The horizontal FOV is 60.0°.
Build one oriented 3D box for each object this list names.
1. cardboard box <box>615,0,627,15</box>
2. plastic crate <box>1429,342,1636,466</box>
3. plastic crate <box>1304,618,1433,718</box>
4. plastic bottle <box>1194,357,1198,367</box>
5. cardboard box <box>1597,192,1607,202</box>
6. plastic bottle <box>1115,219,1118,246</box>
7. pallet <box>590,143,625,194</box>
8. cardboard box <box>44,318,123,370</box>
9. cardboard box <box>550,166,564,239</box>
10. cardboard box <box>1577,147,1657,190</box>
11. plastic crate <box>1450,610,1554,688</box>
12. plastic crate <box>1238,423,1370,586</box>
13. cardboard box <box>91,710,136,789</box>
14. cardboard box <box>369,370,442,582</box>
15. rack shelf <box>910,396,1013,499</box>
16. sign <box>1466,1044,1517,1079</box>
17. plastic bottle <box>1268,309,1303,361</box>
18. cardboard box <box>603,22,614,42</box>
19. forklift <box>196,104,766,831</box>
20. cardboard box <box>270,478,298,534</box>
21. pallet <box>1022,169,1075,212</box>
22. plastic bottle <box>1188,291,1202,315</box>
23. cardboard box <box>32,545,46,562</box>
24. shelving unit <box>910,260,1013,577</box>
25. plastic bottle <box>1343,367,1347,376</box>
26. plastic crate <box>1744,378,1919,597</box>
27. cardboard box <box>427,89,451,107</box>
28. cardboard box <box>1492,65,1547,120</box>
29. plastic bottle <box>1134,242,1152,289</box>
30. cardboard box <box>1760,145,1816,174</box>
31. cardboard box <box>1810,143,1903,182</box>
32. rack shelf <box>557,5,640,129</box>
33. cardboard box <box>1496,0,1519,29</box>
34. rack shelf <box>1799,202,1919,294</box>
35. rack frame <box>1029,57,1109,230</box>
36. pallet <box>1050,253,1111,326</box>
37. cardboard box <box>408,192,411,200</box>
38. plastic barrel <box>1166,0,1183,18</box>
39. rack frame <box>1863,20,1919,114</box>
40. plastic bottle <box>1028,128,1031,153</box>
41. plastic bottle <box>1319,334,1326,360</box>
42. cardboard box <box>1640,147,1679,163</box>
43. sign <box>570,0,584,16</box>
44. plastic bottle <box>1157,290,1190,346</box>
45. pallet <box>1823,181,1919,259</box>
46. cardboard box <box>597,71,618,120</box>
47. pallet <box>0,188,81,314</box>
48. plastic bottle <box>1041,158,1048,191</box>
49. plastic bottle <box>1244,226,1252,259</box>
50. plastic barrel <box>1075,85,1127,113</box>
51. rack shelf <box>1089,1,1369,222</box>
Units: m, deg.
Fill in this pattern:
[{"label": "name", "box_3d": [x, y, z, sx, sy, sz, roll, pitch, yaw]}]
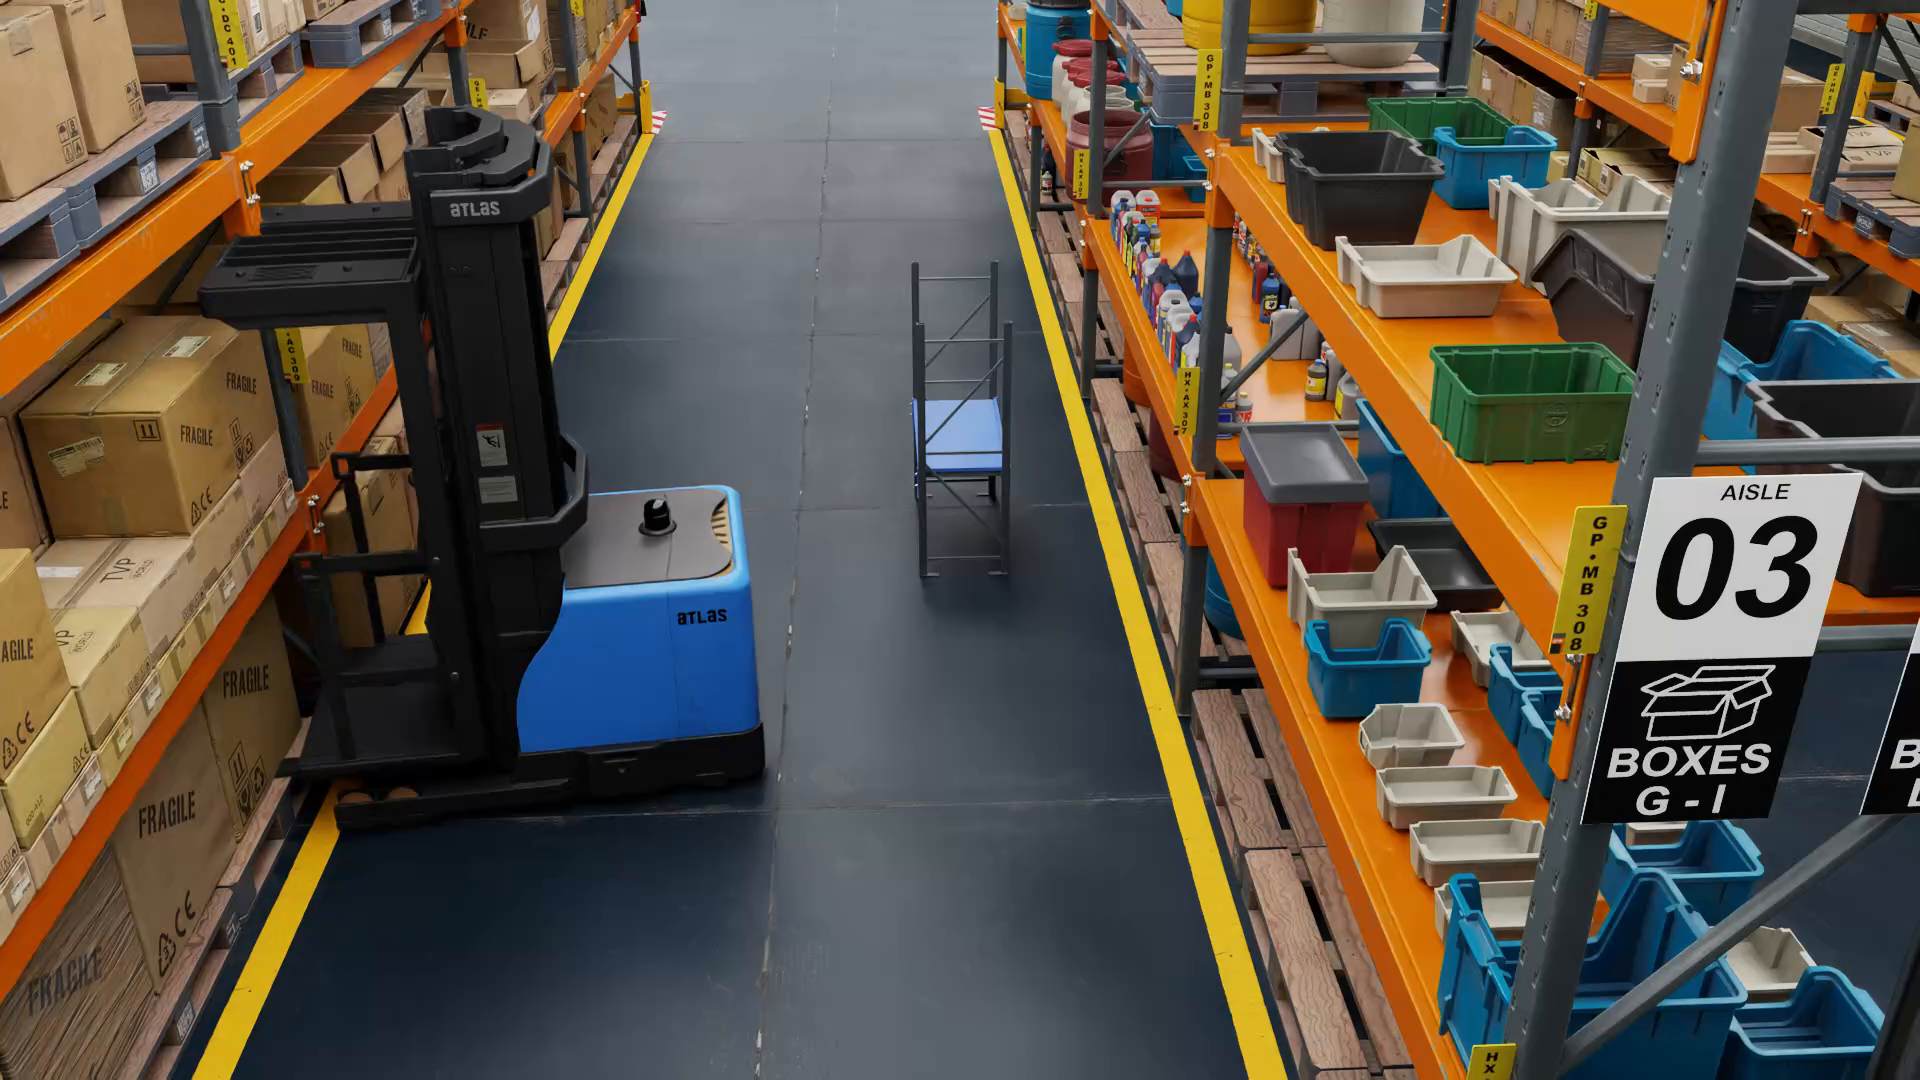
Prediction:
[{"label": "cardboard box", "box_3d": [-3.870, -5.619, 16.851, 0.875, 0.500, 0.500, -1, 28, -3]}, {"label": "plastic crate", "box_3d": [1.427, -0.341, 4.146, 0.450, 0.188, 0.336, -1, 28, -3]}, {"label": "plastic crate", "box_3d": [1.401, 0.449, 5.762, 0.416, 0.233, 0.300, -1, 28, -3]}, {"label": "plastic bottle", "box_3d": [1.154, -0.732, 8.036, 0.061, 0.283, 0.133, -1, 28, -3]}, {"label": "cardboard box", "box_3d": [5.883, -2.855, 14.499, 0.500, 0.250, 0.500, -1, 28, -1]}, {"label": "plastic bottle", "box_3d": [1.030, -1.956, 10.472, 0.097, 0.201, 0.097, 0, 28, 0]}, {"label": "pallet", "box_3d": [-3.946, -3.716, 16.647, 1.003, 0.211, 1.213, -1, 28, -3]}, {"label": "cardboard box", "box_3d": [-3.621, -0.555, 6.600, 0.500, 0.500, 0.500, -1, 28, -3]}, {"label": "cardboard box", "box_3d": [-3.798, -2.881, 14.258, 0.700, 0.500, 0.500, -3, 28, -7]}, {"label": "cardboard box", "box_3d": [5.857, -3.335, 14.813, 0.500, 0.311, 0.500, -1, 28, -2]}, {"label": "plastic crate", "box_3d": [1.946, 0.383, 5.991, 0.293, 0.136, 0.466, -1, 28, -3]}, {"label": "plastic crate", "box_3d": [1.351, -0.140, 6.641, 0.402, 0.464, 0.583, -1, 28, -3]}, {"label": "cardboard box", "box_3d": [-2.953, 0.692, 5.451, 0.380, 0.149, 0.250, -2, 28, -4]}, {"label": "cardboard box", "box_3d": [-3.492, -0.336, 8.994, 1.225, 0.875, 0.875, -2, 28, -4]}, {"label": "rack shelf", "box_3d": [-0.004, -0.545, 9.562, 0.538, 0.185, 1.000, -1, 28, -3]}, {"label": "sign", "box_3d": [1.216, 1.292, 3.853, 0.100, 0.325, 0.005, -1, 28, -3]}, {"label": "plastic bottle", "box_3d": [1.711, -1.096, 8.741, 0.152, 0.276, 0.135, -1, 28, -3]}, {"label": "cardboard box", "box_3d": [-3.613, -4.998, 16.360, 0.380, 0.149, 0.250, -1, 28, -3]}, {"label": "forklift", "box_3d": [-2.457, -0.286, 7.129, 3.031, 2.935, 1.130, -5, 28, -9]}, {"label": "cardboard box", "box_3d": [-3.048, -0.140, 7.046, 0.380, 0.149, 0.250, -1, 28, -2]}, {"label": "pallet", "box_3d": [1.144, -3.273, 15.797, 1.003, 0.211, 1.213, -1, 28, -3]}, {"label": "plastic bottle", "box_3d": [1.271, -1.203, 8.953, 0.097, 0.271, 0.097, 0, 28, 0]}, {"label": "cardboard box", "box_3d": [-3.574, 0.243, 5.882, 0.500, 0.250, 0.500, -1, 28, -1]}, {"label": "shelving unit", "box_3d": [-0.004, -0.704, 9.479, 0.538, 1.500, 1.048, -1, 28, -3]}, {"label": "plastic bottle", "box_3d": [1.926, -0.786, 8.152, 0.097, 0.271, 0.097, 0, 28, 0]}, {"label": "plastic crate", "box_3d": [2.022, -0.113, 3.621, 0.497, 0.269, 0.590, -1, 28, -3]}, {"label": "cardboard box", "box_3d": [-3.668, -2.710, 11.141, 0.500, 0.500, 0.500, -5, 28, -9]}, {"label": "cardboard box", "box_3d": [5.757, -4.517, 16.875, 0.500, 0.500, 0.500, -1, 28, -3]}, {"label": "plastic bottle", "box_3d": [1.073, -1.605, 9.723, 0.097, 0.271, 0.097, 0, 28, 0]}, {"label": "cardboard box", "box_3d": [5.970, -2.766, 12.082, 0.380, 0.149, 0.250, -1, 28, -3]}, {"label": "cardboard box", "box_3d": [6.318, -2.598, 11.585, 0.500, 0.311, 0.500, 0, 28, 1]}, {"label": "rack shelf", "box_3d": [-3.913, -4.683, 16.264, 1.077, 0.370, 4.000, -1, 28, -3]}, {"label": "cardboard box", "box_3d": [5.939, -5.520, 16.982, 0.700, 0.500, 0.500, -1, 28, -2]}, {"label": "rack shelf", "box_3d": [6.398, -1.226, 9.636, 1.077, 0.370, 4.000, -1, 28, -3]}, {"label": "rack frame", "box_3d": [1.137, -4.198, 14.556, 1.000, 3.000, 0.127, -1, 28, -3]}, {"label": "pallet", "box_3d": [1.284, -2.035, 13.424, 1.003, 0.211, 1.213, -1, 28, -3]}, {"label": "cardboard box", "box_3d": [-3.306, -1.823, 9.894, 0.500, 0.500, 0.500, -2, 28, -3]}, {"label": "plastic barrel", "box_3d": [1.313, -3.027, 8.070, 0.600, 0.901, 0.708, -1, 28, -3]}, {"label": "rack frame", "box_3d": [10.822, -6.285, 18.556, 1.000, 3.000, 0.127, -1, 28, -3]}, {"label": "plastic bottle", "box_3d": [0.730, -4.028, 16.703, 0.097, 0.271, 0.097, 0, 28, 0]}, {"label": "plastic bottle", "box_3d": [1.916, -1.042, 8.630, 0.061, 0.283, 0.133, -1, 28, -3]}, {"label": "cardboard box", "box_3d": [6.392, -3.352, 14.846, 0.500, 0.311, 0.500, -1, 28, -3]}, {"label": "sign", "box_3d": [-3.255, -4.607, 14.088, 0.100, 0.325, 0.005, -1, 28, -3]}, {"label": "plastic bottle", "box_3d": [1.147, -1.194, 8.929, 0.152, 0.276, 0.135, -1, 28, -3]}, {"label": "pallet", "box_3d": [6.399, -2.072, 10.687, 1.213, 0.211, 1.003, -1, 28, -3]}, {"label": "cardboard box", "box_3d": [-4.002, -4.715, 17.795, 0.500, 0.500, 0.500, 4, 28, 7]}, {"label": "pallet", "box_3d": [-3.298, -0.735, 4.767, 1.003, 0.211, 1.213, -1, 28, -3]}, {"label": "plastic bottle", "box_3d": [0.783, -3.403, 15.493, 0.061, 0.283, 0.133, 0, 28, 0]}, {"label": "plastic bottle", "box_3d": [1.803, -1.867, 10.226, 0.097, 0.271, 0.097, 0, 28, 0]}, {"label": "plastic barrel", "box_3d": [1.057, -3.065, 12.262, 0.421, 0.512, 0.421, 0, 28, 0]}, {"label": "rack shelf", "box_3d": [1.451, -2.438, 8.716, 1.077, 0.370, 4.000, -1, 28, -3]}]
